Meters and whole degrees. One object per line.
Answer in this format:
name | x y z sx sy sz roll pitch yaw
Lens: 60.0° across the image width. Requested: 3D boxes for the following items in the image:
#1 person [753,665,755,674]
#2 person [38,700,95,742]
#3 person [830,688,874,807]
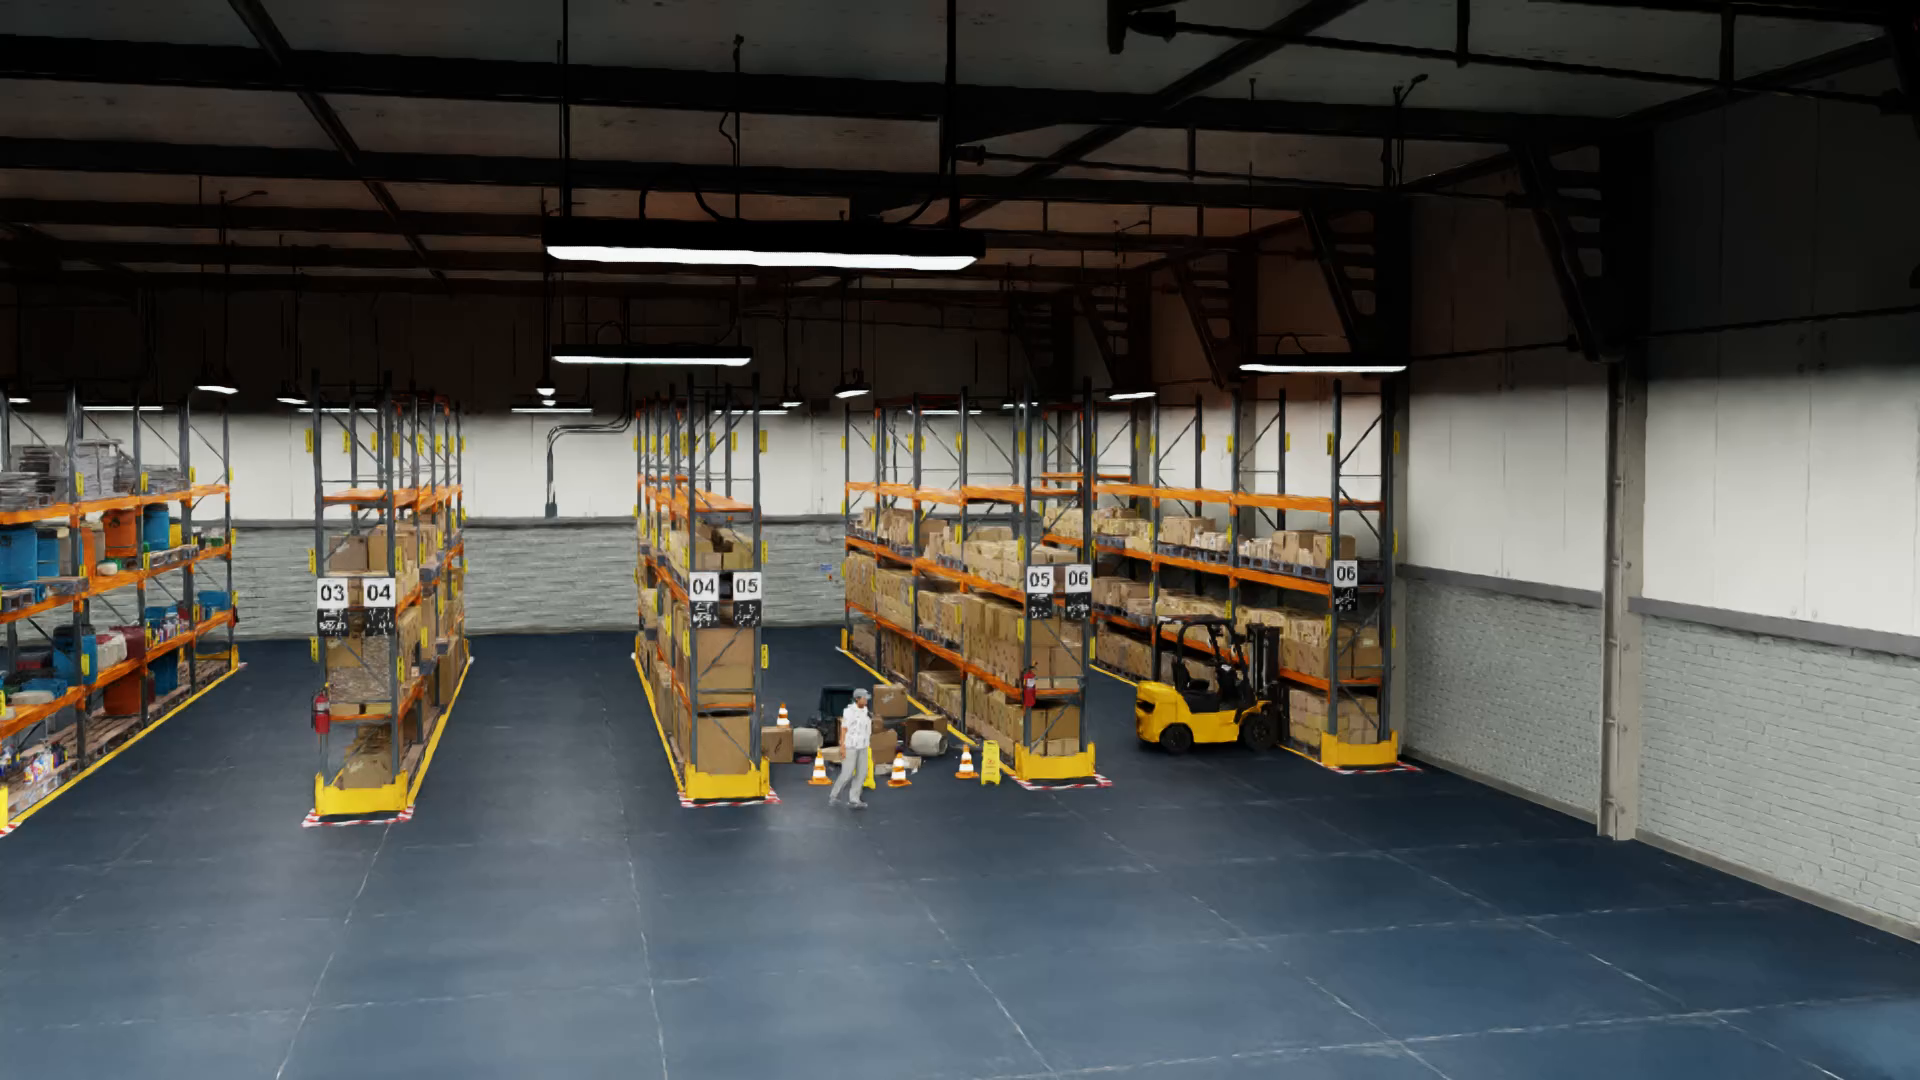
person | -4.639 2.012 36.091 0.636 1.775 0.677 1 3 18
person | -15.029 2.524 27.978 0.570 1.733 0.964 0 3 7
person | -1.503 2.857 22.952 0.588 1.652 0.547 3 4 38
